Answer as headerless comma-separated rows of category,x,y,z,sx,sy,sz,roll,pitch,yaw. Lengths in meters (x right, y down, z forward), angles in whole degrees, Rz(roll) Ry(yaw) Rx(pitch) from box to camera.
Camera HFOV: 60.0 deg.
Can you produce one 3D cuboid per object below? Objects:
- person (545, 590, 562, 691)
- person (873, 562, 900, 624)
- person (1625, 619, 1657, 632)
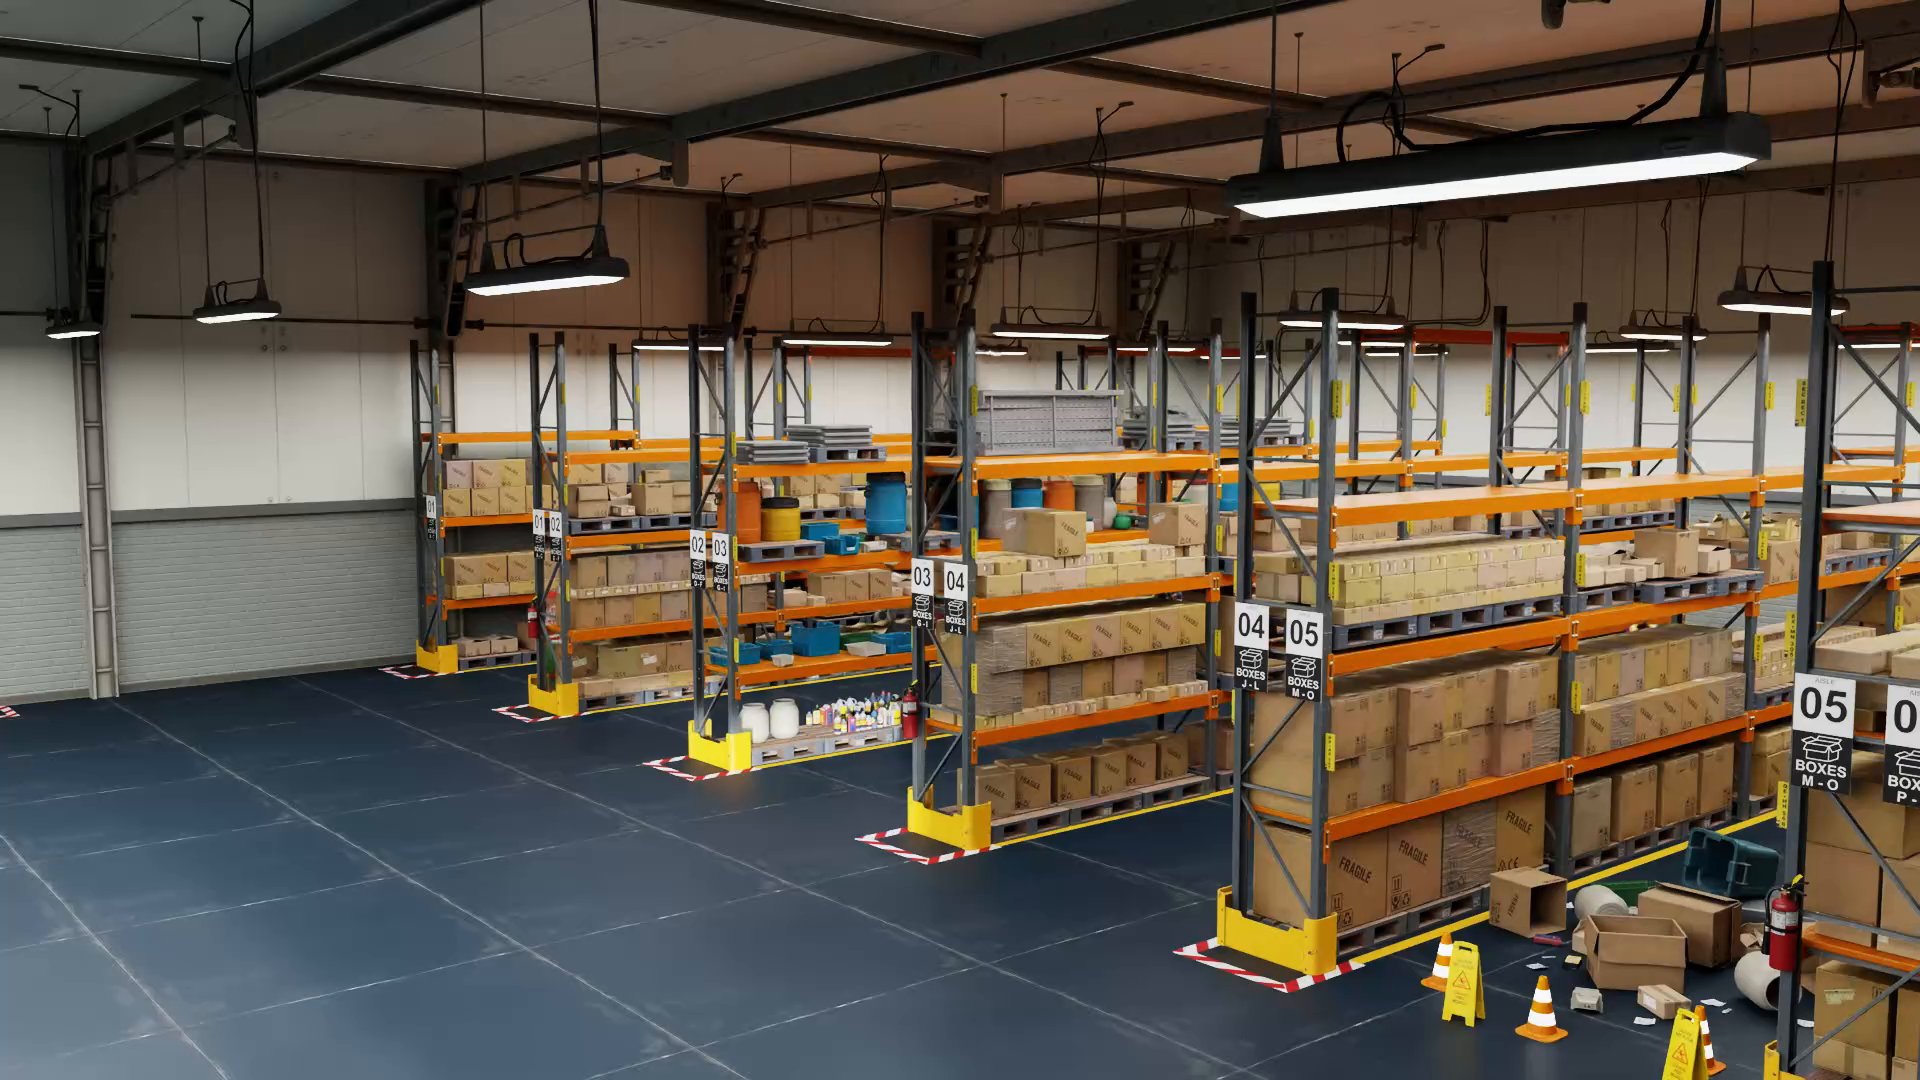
person,-6.883,1.716,28.008,0.614,1.744,0.660,-4,7,-40
person,-1.424,1.262,32.755,0.703,1.815,0.674,-5,7,-43
person,10.483,1.948,25.453,0.864,1.844,0.678,-4,7,-40
